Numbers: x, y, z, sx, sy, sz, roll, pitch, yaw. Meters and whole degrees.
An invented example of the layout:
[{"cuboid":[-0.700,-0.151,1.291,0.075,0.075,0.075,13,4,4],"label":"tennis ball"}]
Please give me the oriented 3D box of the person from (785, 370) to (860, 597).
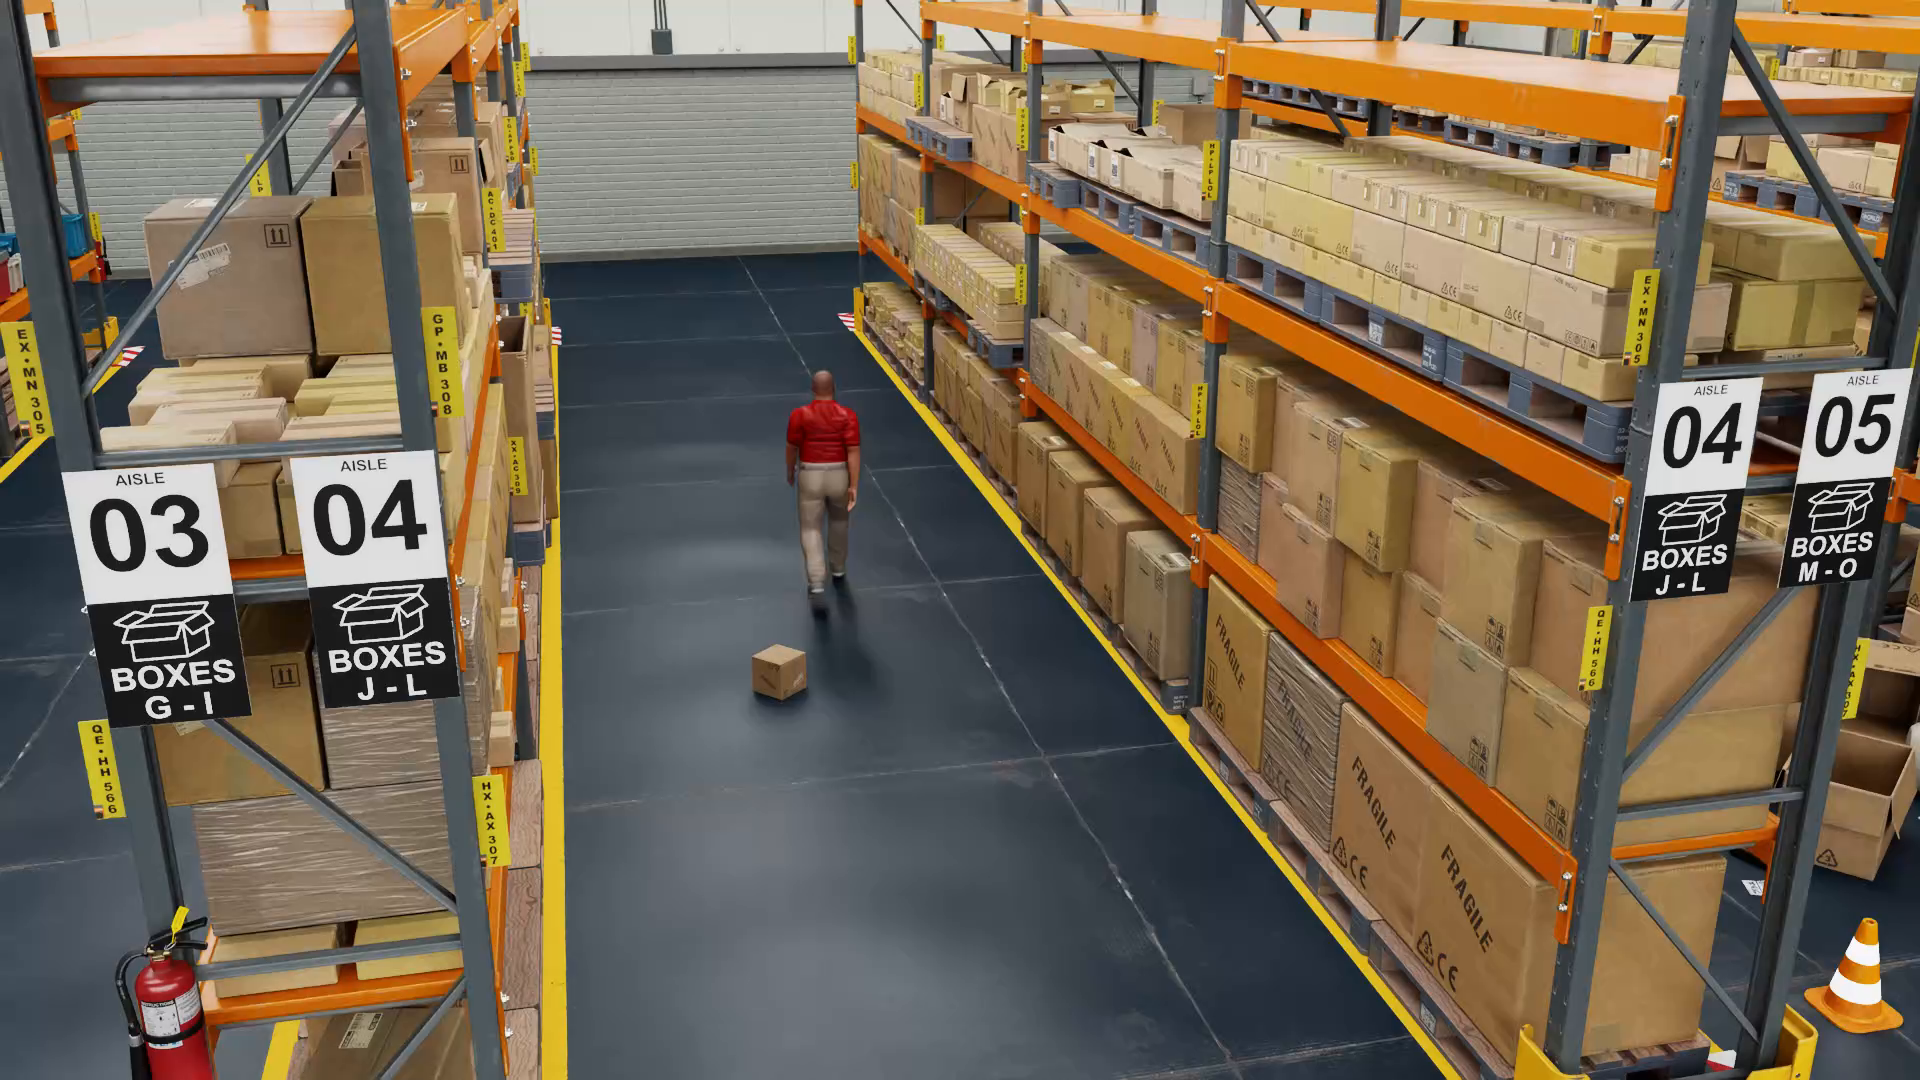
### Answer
[{"cuboid":[-1.011,-0.440,12.323,0.541,1.673,1.021,-3,20,-9],"label":"person"}]
